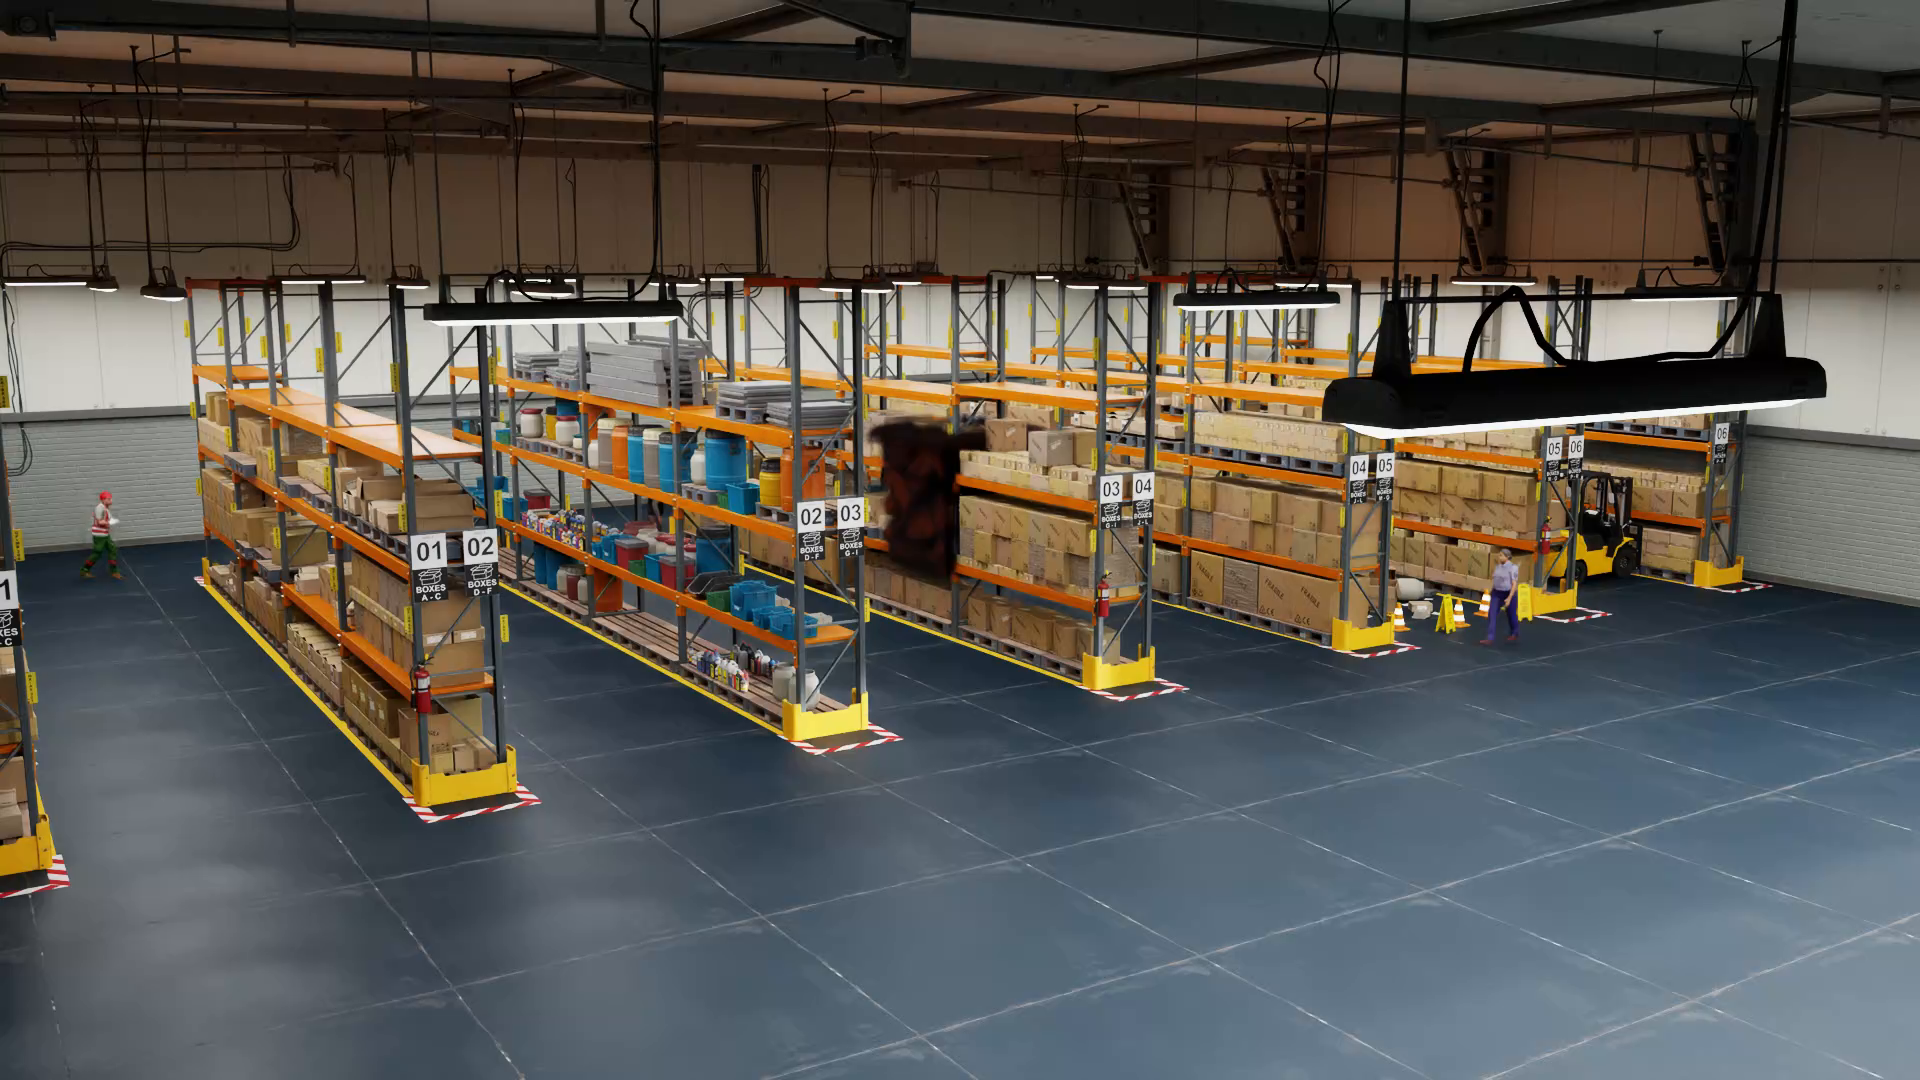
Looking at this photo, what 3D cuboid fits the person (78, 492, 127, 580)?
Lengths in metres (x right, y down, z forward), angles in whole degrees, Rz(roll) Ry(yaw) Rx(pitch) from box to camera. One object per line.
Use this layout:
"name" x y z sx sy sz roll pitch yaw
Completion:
"person" -17.137 -0.056 33.104 0.849 1.816 0.689 -5 11 -26

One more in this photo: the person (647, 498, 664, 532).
"person" -6.532 -0.493 35.777 0.440 1.746 0.601 -3 10 -16

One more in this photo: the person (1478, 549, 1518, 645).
"person" 8.983 0.938 27.518 0.469 1.599 0.961 6 12 34
